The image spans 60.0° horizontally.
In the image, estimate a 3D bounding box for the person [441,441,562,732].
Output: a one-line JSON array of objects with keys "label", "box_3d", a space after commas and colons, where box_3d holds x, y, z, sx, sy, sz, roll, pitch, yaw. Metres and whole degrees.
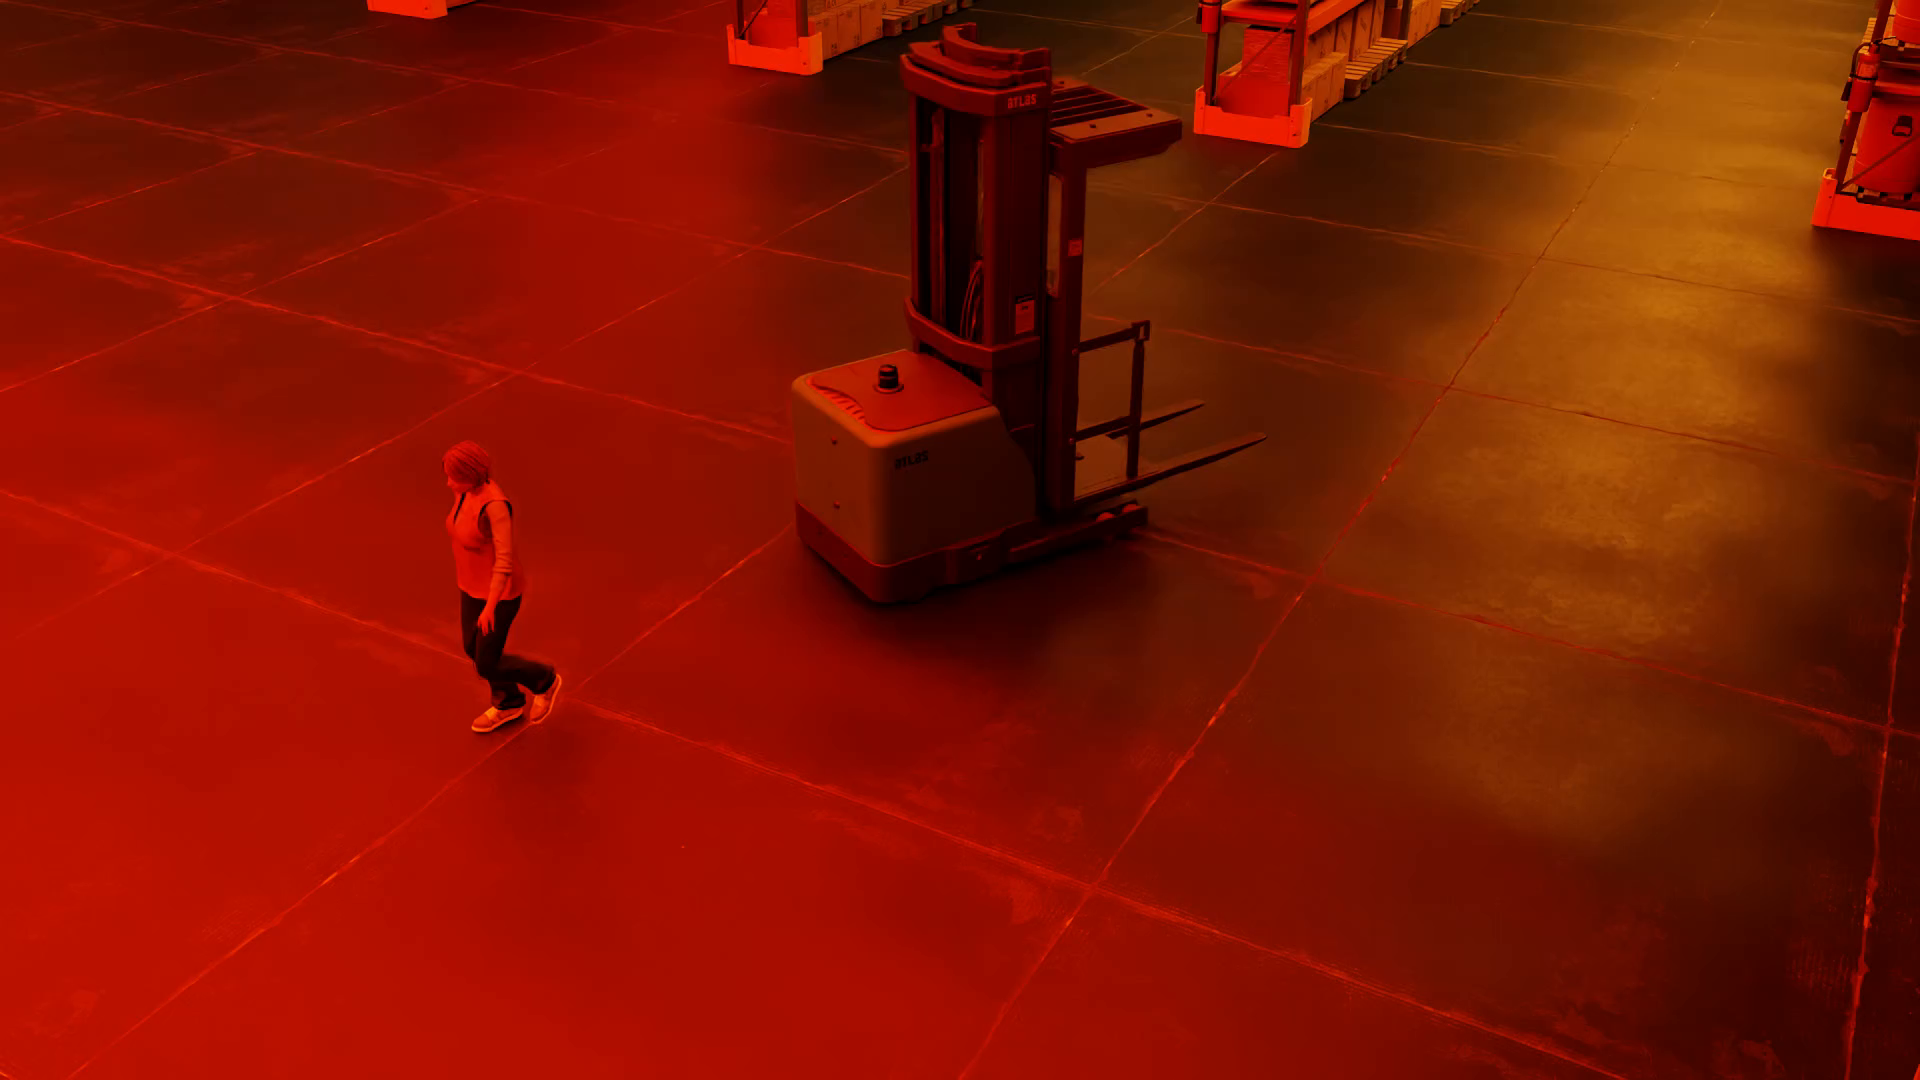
[{"label": "person", "box_3d": [-2.240, 0.238, 8.017, 0.443, 1.578, 0.600, -24, 38, -35]}]

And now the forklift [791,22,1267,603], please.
[{"label": "forklift", "box_3d": [0.533, -1.469, 9.615, 3.031, 2.935, 1.130, -18, 35, -28]}]
